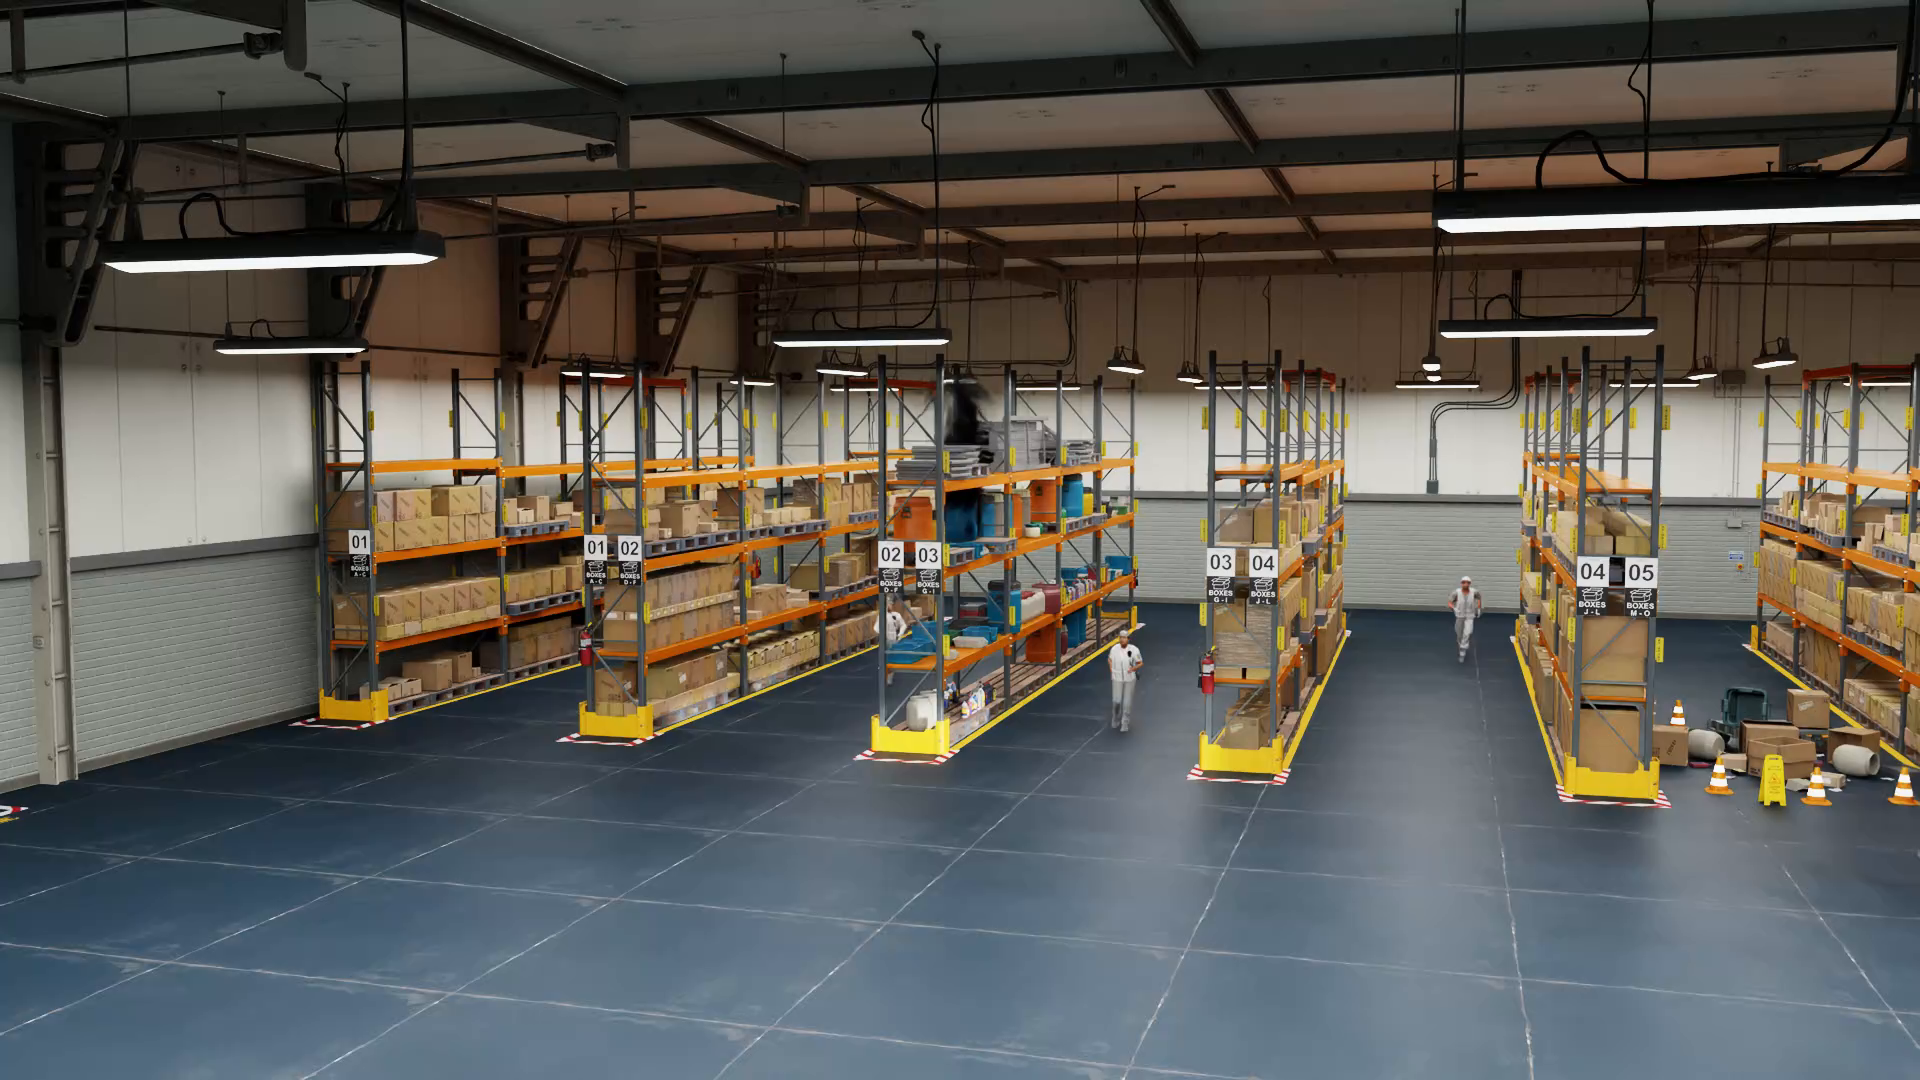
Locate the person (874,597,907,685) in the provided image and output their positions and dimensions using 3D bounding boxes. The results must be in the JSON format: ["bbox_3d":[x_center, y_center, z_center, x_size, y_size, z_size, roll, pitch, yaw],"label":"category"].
[{"bbox_3d":[-1.336,1.910,31.705,0.625,1.649,0.724,1,4,7],"label":"person"}]

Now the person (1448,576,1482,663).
[{"bbox_3d":[10.534,1.631,34.722,0.685,1.775,1.033,1,4,16],"label":"person"}]

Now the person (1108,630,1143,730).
[{"bbox_3d":[2.647,2.269,26.793,0.586,1.634,0.583,1,4,13],"label":"person"}]

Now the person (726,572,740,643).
[{"bbox_3d":[-5.050,1.521,36.541,0.710,1.764,0.918,0,4,3],"label":"person"}]
